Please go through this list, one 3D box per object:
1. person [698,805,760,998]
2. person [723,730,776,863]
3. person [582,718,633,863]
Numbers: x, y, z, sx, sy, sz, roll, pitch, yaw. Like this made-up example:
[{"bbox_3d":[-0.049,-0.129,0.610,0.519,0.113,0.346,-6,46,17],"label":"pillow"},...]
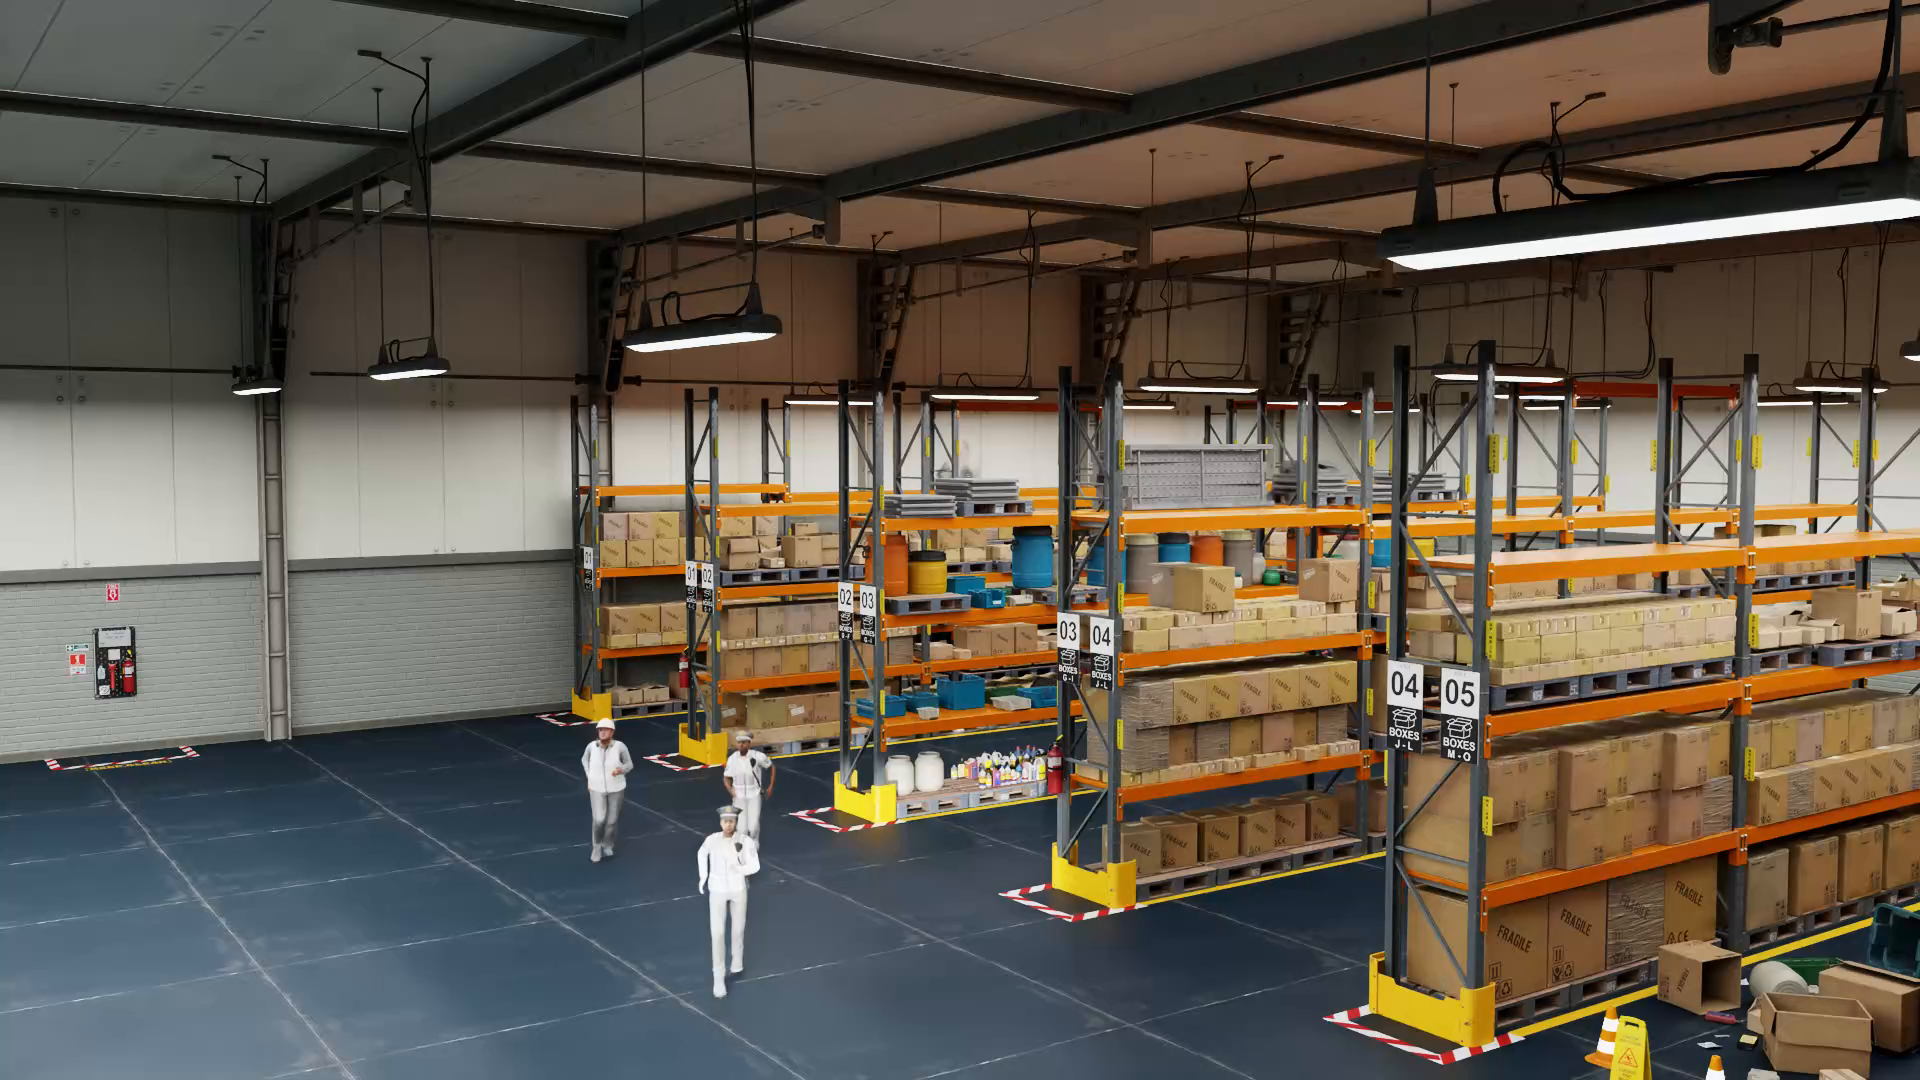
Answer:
[{"bbox_3d":[-2.190,3.360,15.752,0.587,1.742,0.807,0,3,-7],"label":"person"},{"bbox_3d":[-2.571,3.130,20.179,0.607,1.648,0.669,0,3,4],"label":"person"},{"bbox_3d":[-4.312,3.070,20.342,0.631,1.788,0.704,-1,3,-9],"label":"person"}]
